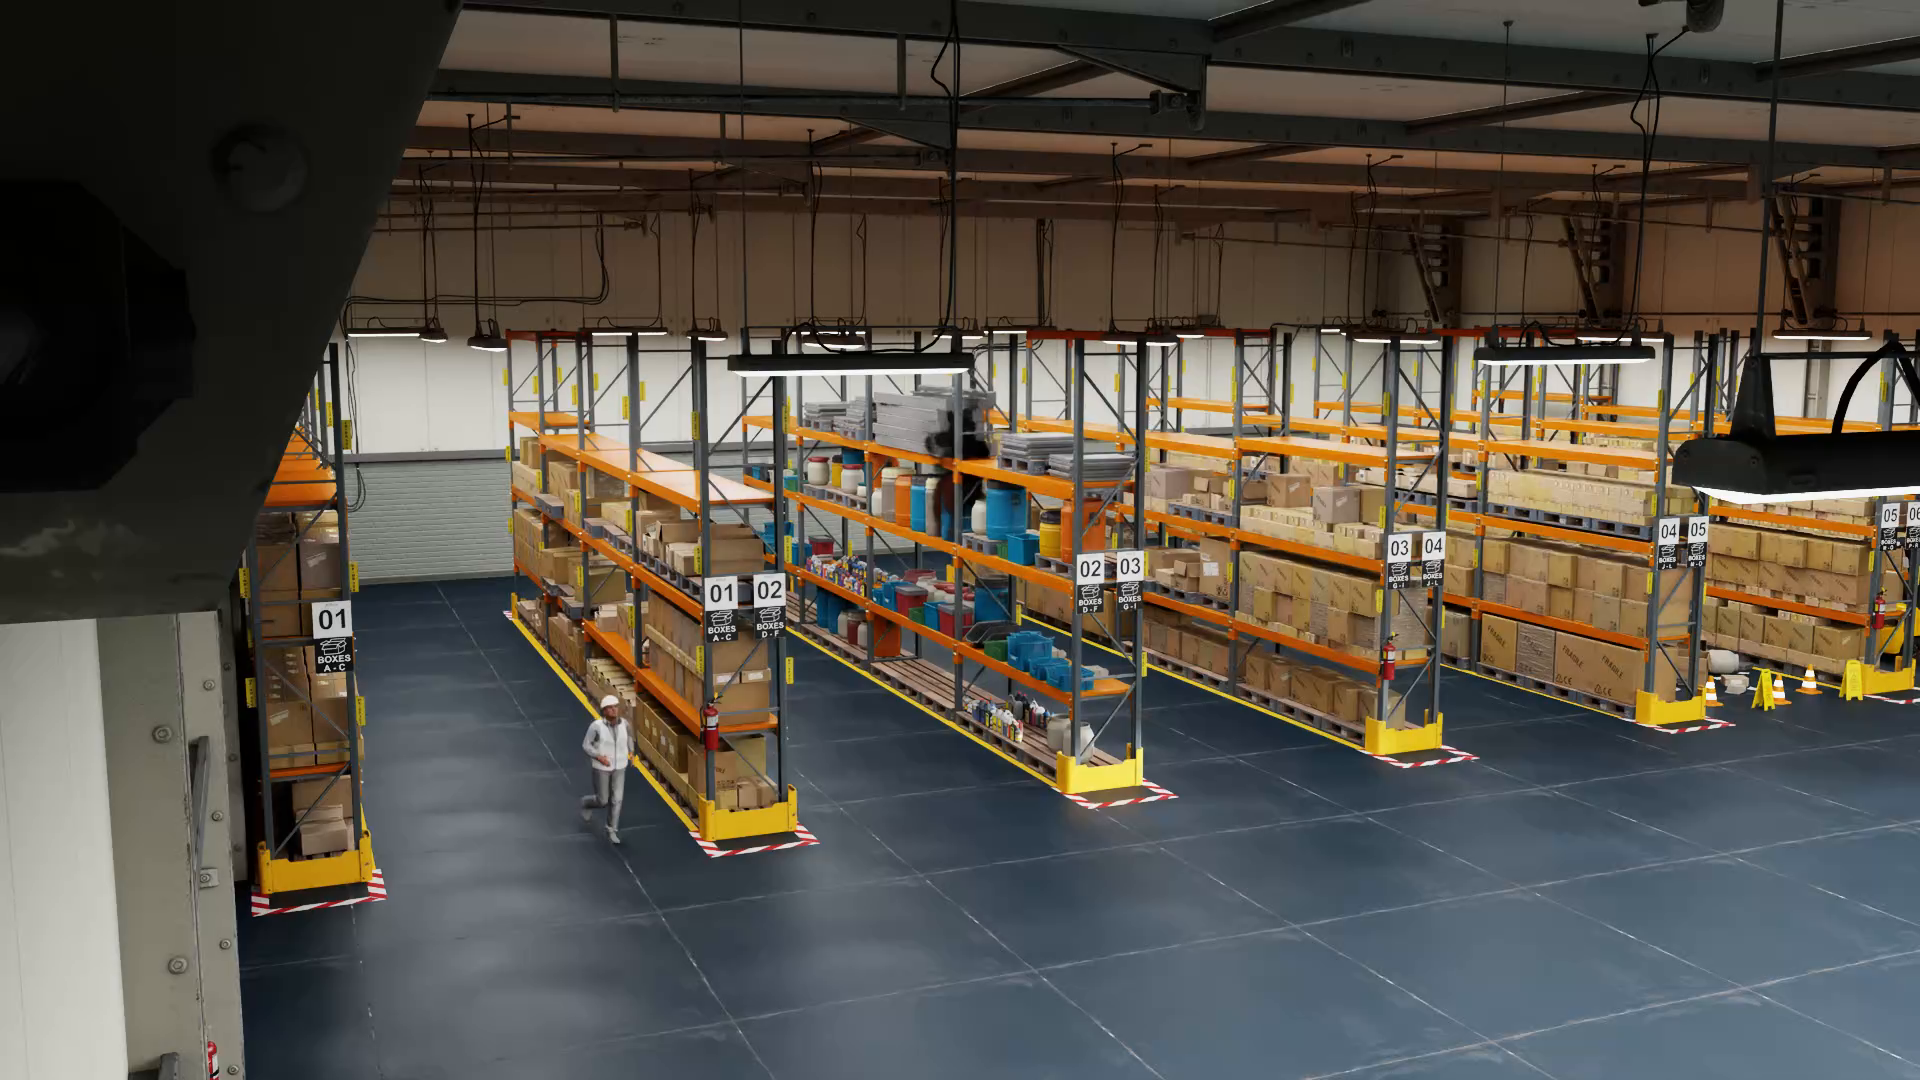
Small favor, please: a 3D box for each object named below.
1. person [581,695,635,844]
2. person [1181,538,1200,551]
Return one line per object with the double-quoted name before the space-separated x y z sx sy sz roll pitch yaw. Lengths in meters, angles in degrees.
"person" -4.260 2.745 20.221 0.687 1.760 0.824 -6 10 -36
"person" 5.744 -0.158 41.475 0.716 1.718 0.735 5 9 31
